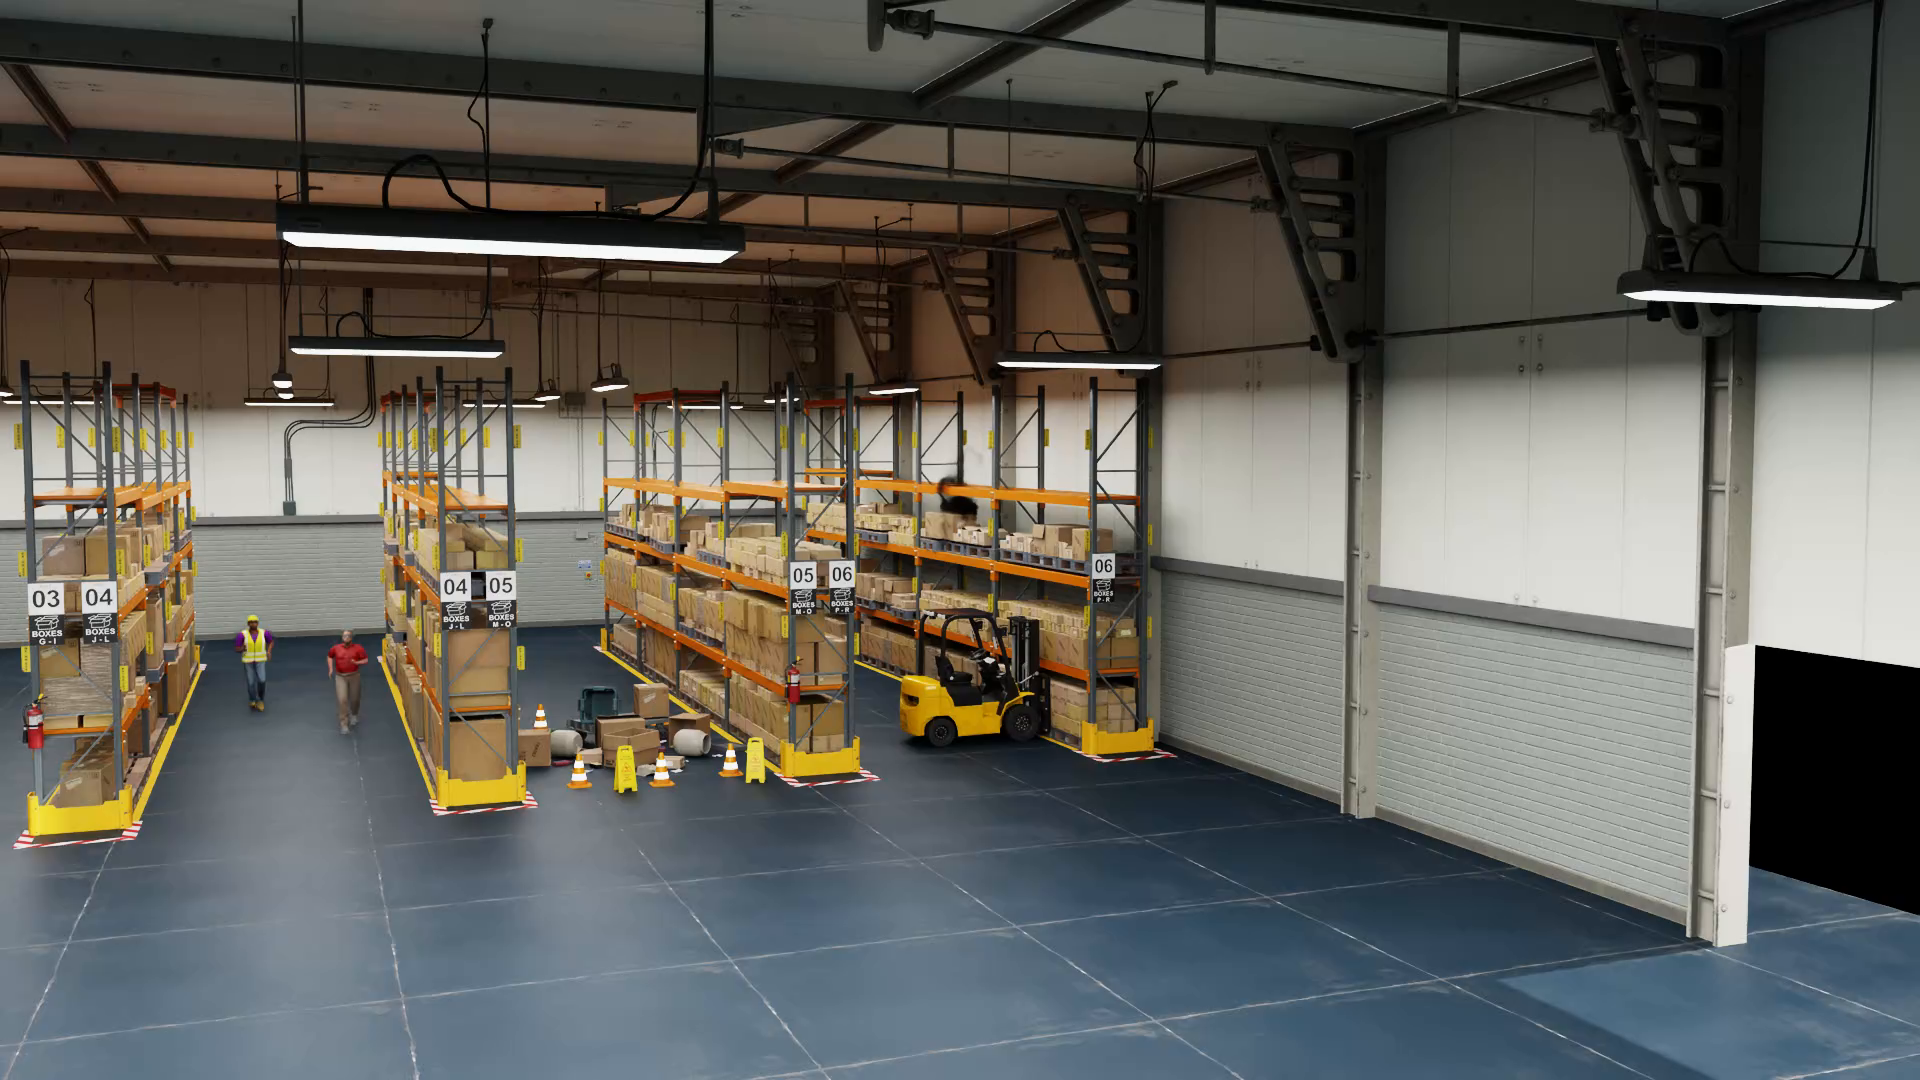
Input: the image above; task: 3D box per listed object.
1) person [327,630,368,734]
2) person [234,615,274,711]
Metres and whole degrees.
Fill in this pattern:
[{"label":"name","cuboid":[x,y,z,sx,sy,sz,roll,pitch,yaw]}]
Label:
[{"label":"person","cuboid":[-10.508,2.401,28.557,0.661,1.721,0.964,-1,4,-22]},{"label":"person","cuboid":[-13.023,2.281,30.713,0.677,1.796,0.684,-2,4,-24]}]
